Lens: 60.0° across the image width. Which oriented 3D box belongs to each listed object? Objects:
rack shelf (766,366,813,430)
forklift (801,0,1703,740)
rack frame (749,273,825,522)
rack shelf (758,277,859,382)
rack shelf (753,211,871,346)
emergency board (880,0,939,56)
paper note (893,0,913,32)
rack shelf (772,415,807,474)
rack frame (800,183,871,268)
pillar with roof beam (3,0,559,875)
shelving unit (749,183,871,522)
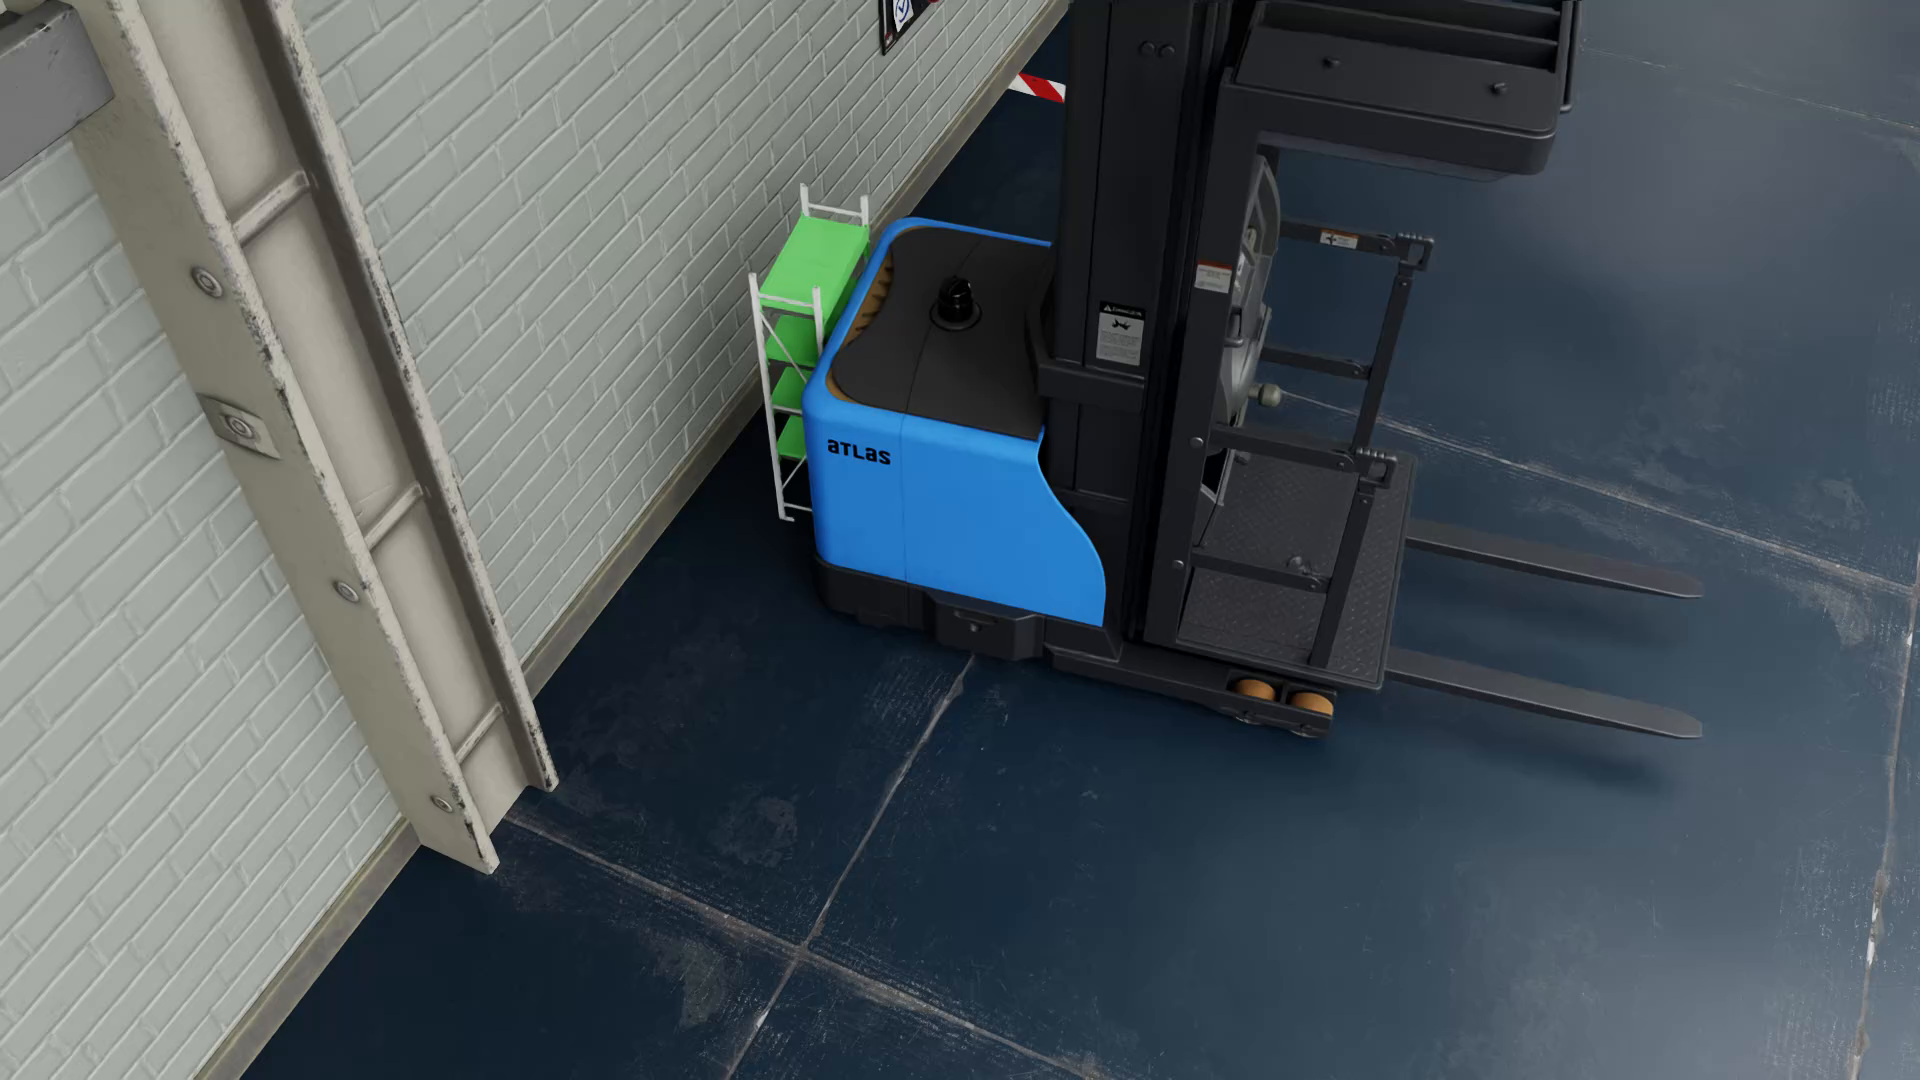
[{"bbox_3d":[-0.501,-0.587,6.045,0.258,0.148,0.480,13,51,11],"label":"rack shelf"},{"bbox_3d":[1.056,-0.731,4.948,3.031,2.935,1.130,13,51,11],"label":"forklift"},{"bbox_3d":[-0.570,-0.450,5.845,0.240,1.200,0.015,13,51,11],"label":"rack frame"},{"bbox_3d":[-0.501,-0.742,5.862,0.258,0.148,0.480,13,51,11],"label":"rack shelf"},{"bbox_3d":[-0.502,-0.898,5.680,0.258,0.148,0.480,13,51,11],"label":"rack shelf"},{"bbox_3d":[-0.088,-2.525,6.429,0.194,1.169,0.643,20,52,16],"label":"emergency board"},{"bbox_3d":[-0.227,-2.140,6.680,0.016,0.148,0.142,20,52,16],"label":"paper note"},{"bbox_3d":[-0.501,-0.431,6.228,0.258,0.148,0.480,13,51,11],"label":"rack shelf"},{"bbox_3d":[-0.432,-0.807,6.148,0.240,1.200,0.015,13,51,11],"label":"rack frame"},{"bbox_3d":[2.331,-0.626,0.874,9.100,9.000,0.400,20,52,16],"label":"pillar with roof beam"},{"bbox_3d":[-0.501,-0.628,5.997,0.258,1.200,0.503,13,51,11],"label":"shelving unit"}]
